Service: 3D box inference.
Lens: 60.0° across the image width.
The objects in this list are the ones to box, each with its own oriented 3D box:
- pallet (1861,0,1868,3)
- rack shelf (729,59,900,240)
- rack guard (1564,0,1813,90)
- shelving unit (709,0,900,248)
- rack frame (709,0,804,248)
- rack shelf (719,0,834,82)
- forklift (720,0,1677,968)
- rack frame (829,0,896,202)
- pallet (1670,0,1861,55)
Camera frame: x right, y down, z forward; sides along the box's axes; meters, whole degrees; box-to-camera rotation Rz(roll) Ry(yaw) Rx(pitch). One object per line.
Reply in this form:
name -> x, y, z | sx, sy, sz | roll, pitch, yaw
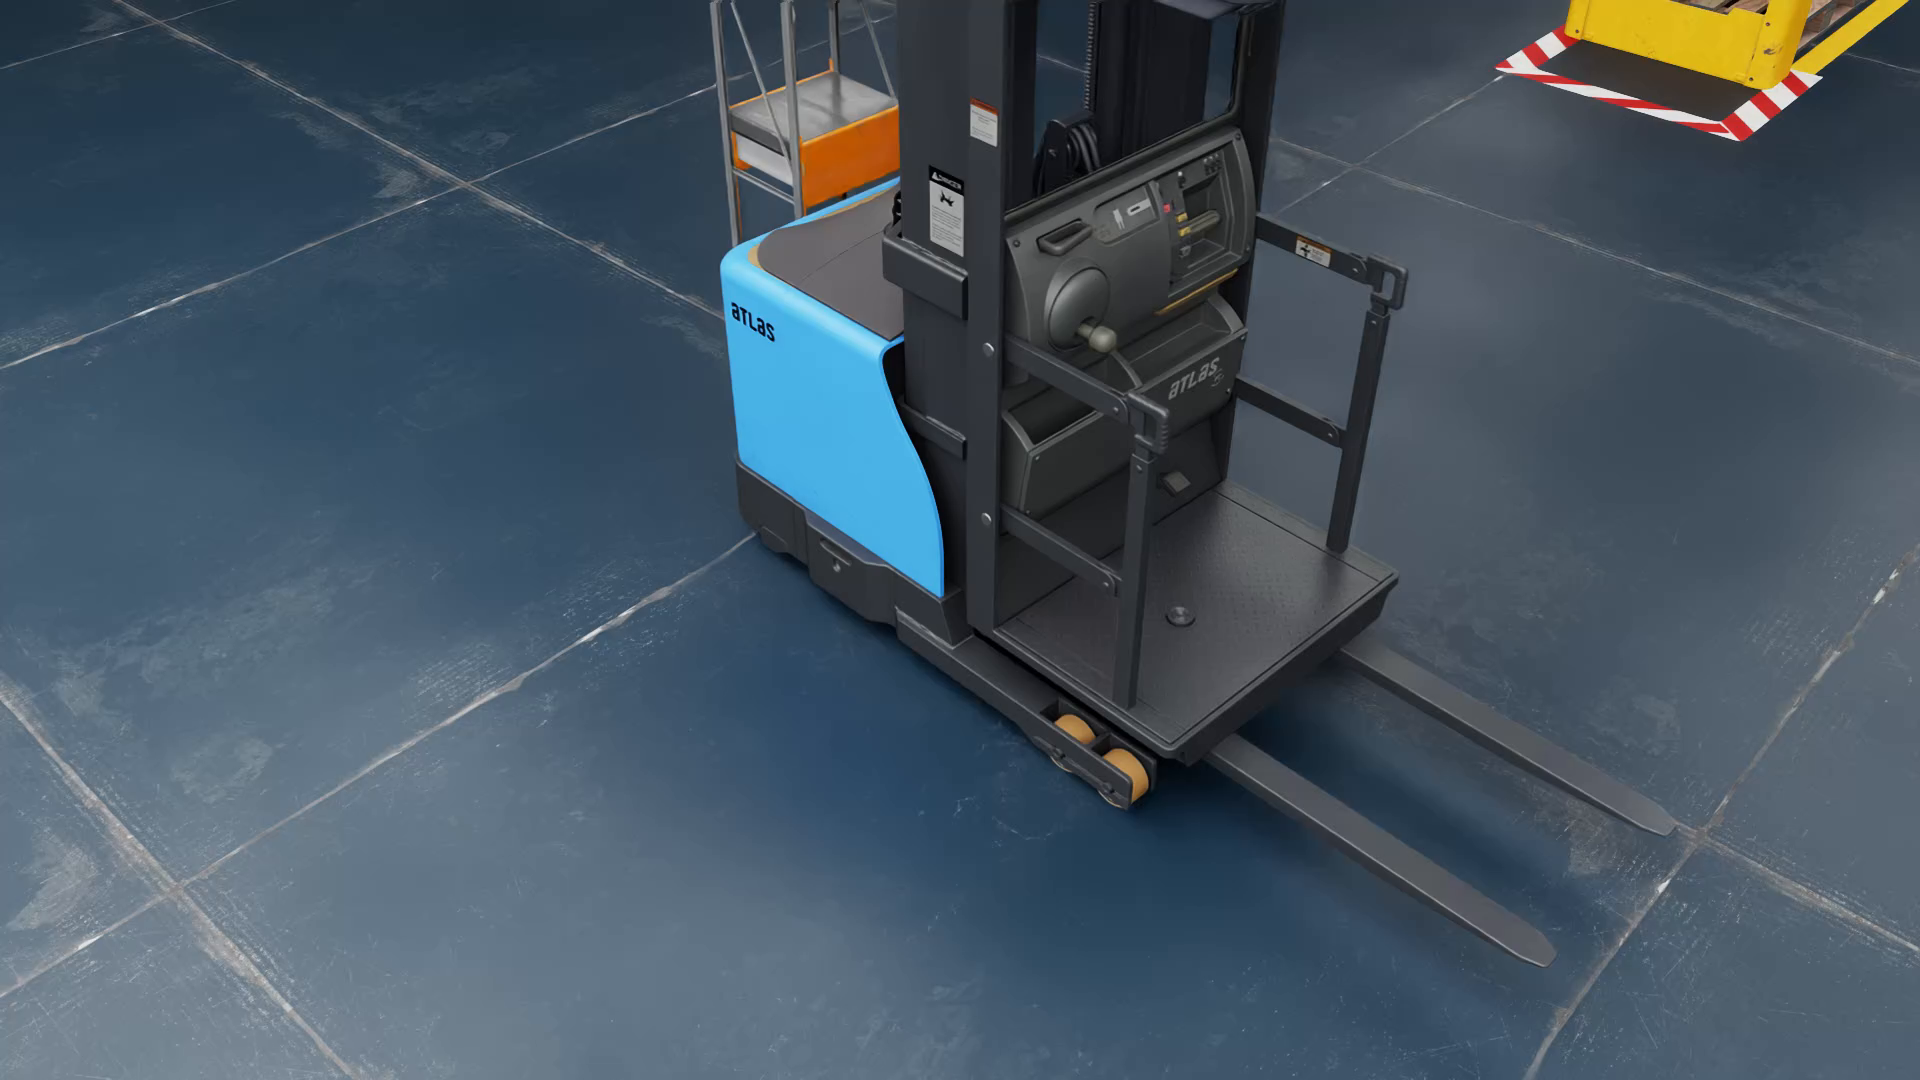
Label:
pallet -> 5.282, -3.680, 10.209 | 1.003, 0.211, 1.213 | 30, 47, 32
rack shelf -> -0.478, -1.272, 5.684 | 0.480, 0.518, 0.431 | -31, 48, -33
rack guard -> 3.907, -2.865, 8.951 | 1.175, 0.500, 0.348 | 30, 47, 32
shelving unit -> -0.478, -1.283, 5.676 | 0.503, 2.100, 0.431 | -31, 48, -33
rack frame -> -0.653, -1.177, 5.543 | 0.015, 2.100, 0.400 | -31, 48, -33
rack shelf -> -0.478, -1.820, 5.249 | 0.480, 0.518, 0.431 | -31, 48, -33
forklift -> 0.623, -0.746, 4.333 | 1.130, 2.935, 3.031 | -31, 48, -33
rack frame -> -0.302, -1.388, 5.808 | 0.015, 2.100, 0.400 | -31, 48, -33
pallet -> 4.459, -3.123, 9.507 | 1.003, 0.211, 1.213 | 30, 47, 32
